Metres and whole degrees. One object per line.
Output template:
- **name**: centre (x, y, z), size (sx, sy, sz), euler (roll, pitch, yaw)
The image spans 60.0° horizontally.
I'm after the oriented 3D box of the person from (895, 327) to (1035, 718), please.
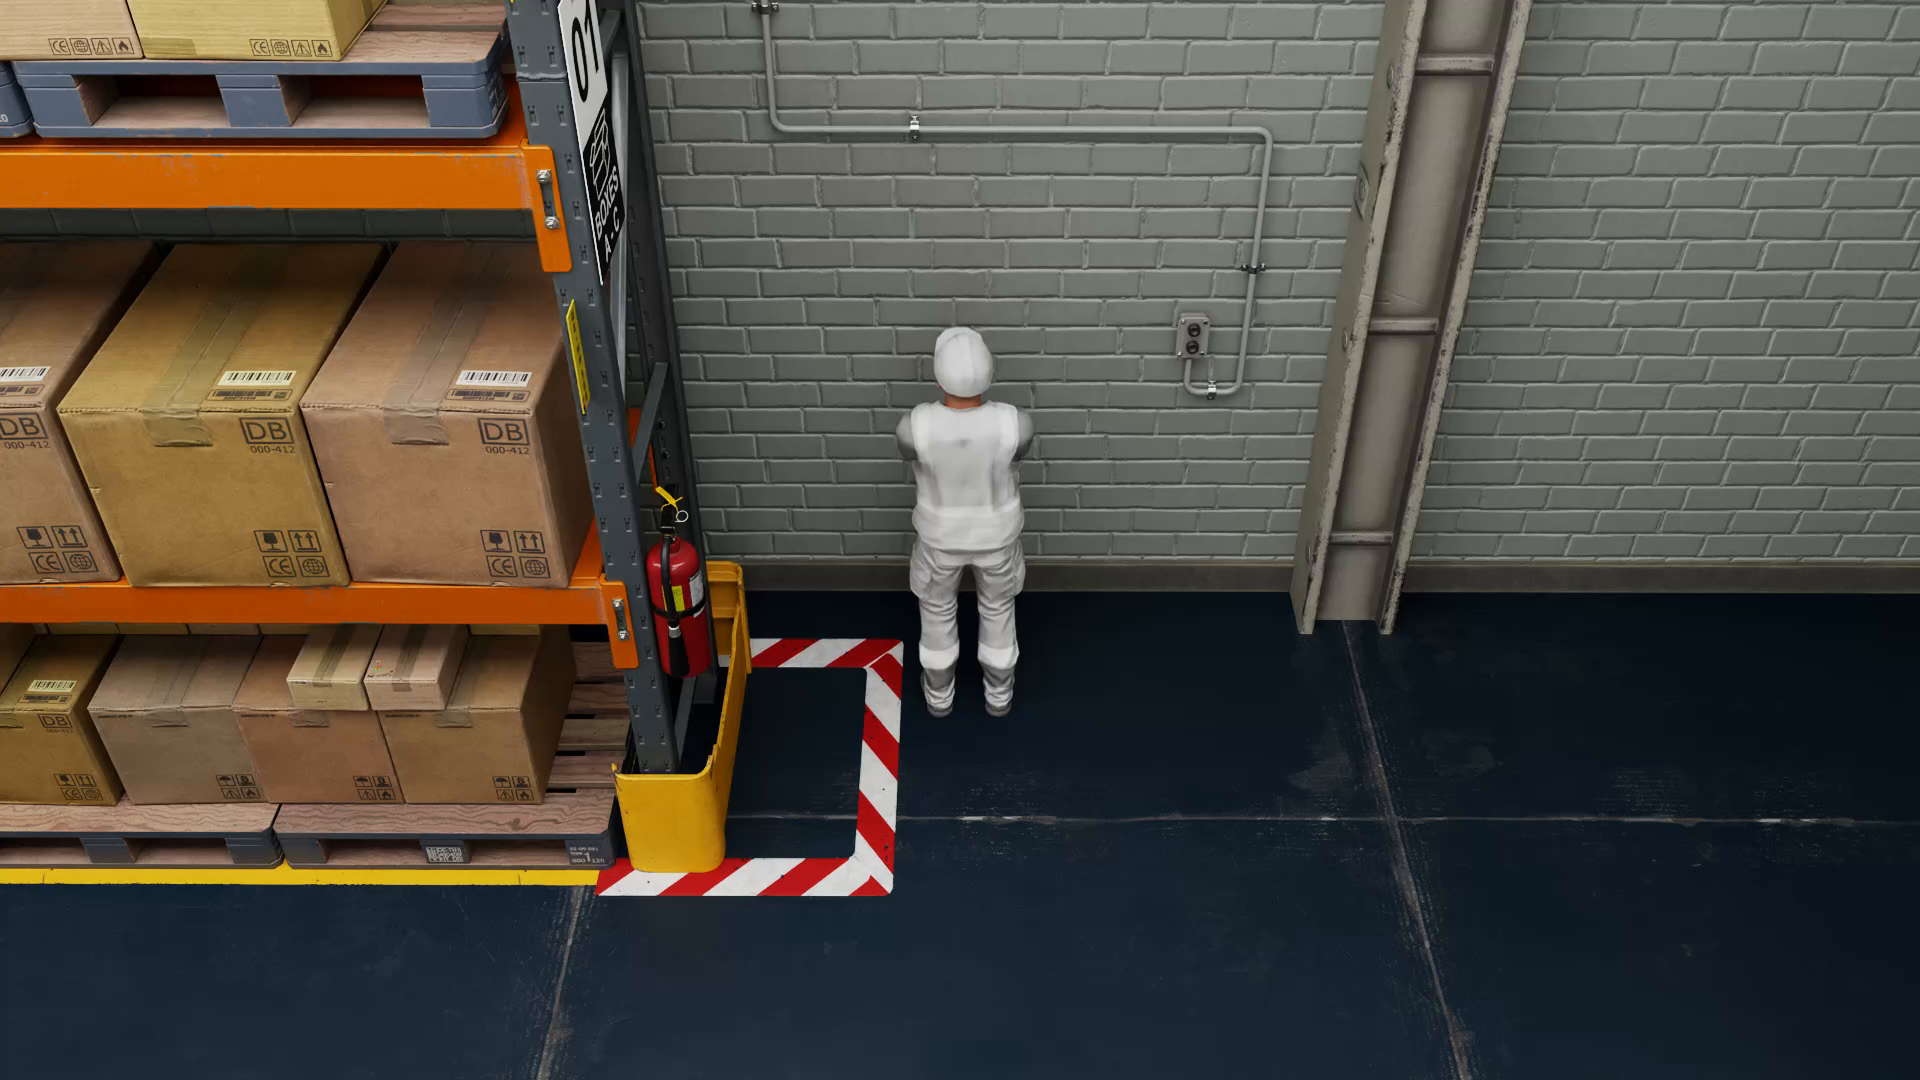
- **person**: centre (0.016, -0.096, 6.259), size (0.494, 1.782, 0.564), euler (-1, 39, -2)
